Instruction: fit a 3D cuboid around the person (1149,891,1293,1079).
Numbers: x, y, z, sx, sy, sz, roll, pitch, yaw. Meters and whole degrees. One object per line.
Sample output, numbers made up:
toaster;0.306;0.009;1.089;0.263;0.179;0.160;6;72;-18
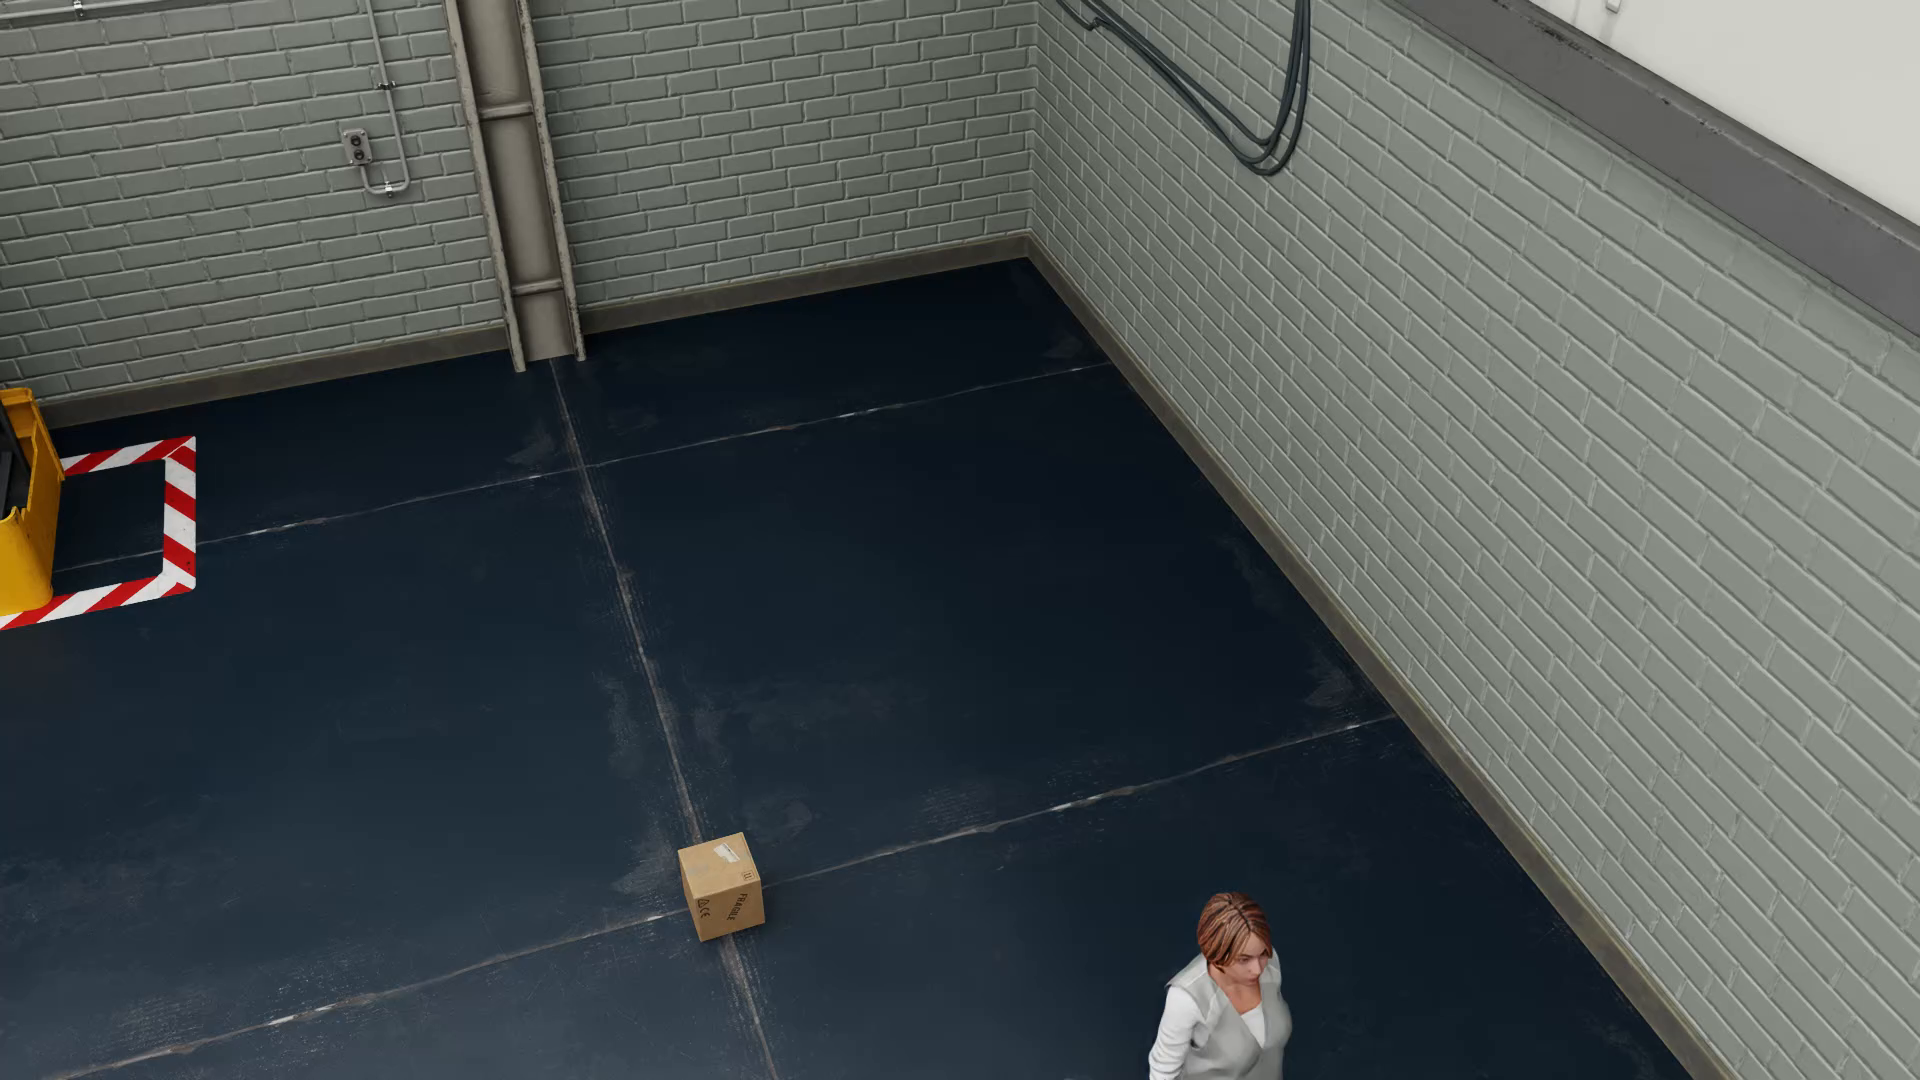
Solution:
person;0.755;1.600;4.722;0.411;1.589;0.399;-25;45;-28
